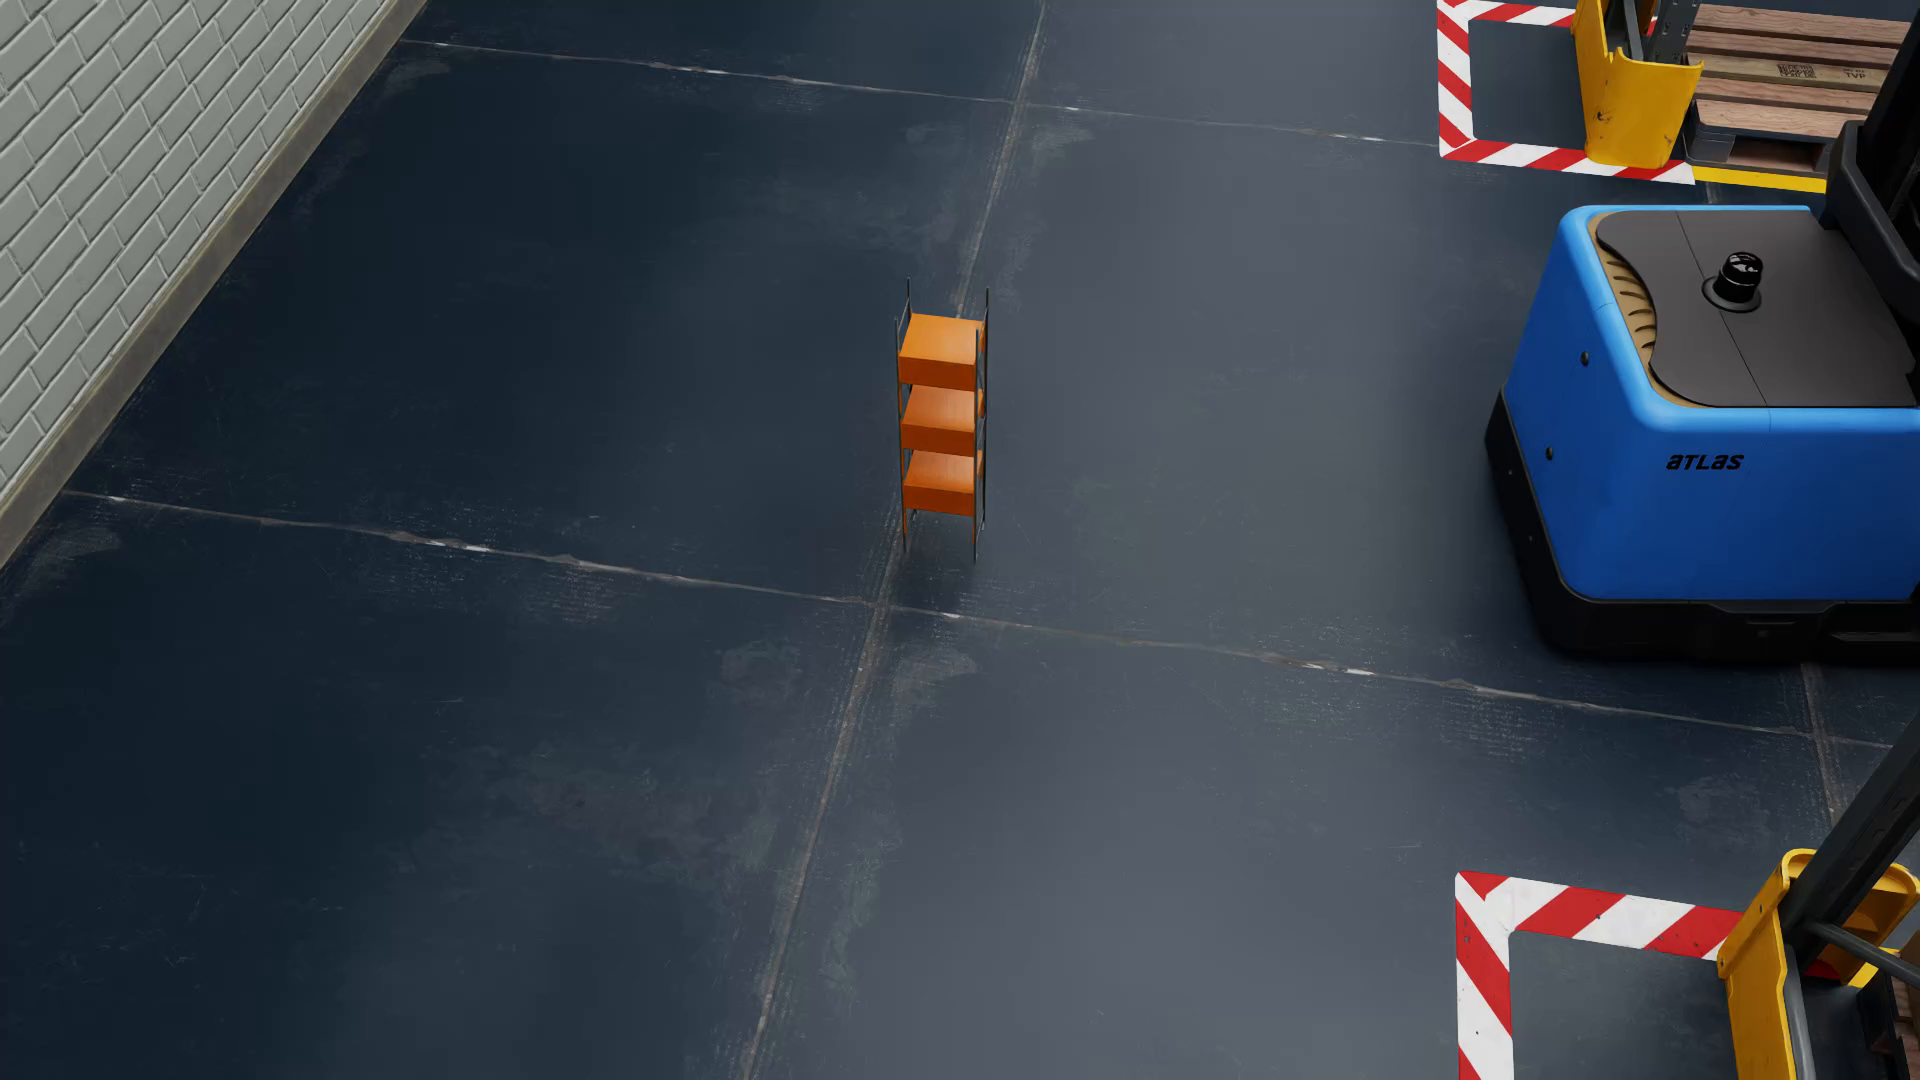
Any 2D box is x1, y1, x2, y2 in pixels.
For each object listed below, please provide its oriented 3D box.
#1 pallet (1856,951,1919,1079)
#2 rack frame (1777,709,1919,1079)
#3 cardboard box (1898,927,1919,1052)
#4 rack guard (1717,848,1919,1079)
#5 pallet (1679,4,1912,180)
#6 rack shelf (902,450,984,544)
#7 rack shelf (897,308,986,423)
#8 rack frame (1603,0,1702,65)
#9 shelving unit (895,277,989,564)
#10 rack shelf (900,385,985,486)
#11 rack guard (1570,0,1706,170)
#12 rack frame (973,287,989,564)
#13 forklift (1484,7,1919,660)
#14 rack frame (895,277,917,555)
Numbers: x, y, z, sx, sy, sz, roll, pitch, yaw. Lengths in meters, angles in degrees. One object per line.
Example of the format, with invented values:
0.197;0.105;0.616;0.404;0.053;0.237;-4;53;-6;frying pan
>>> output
2.996;1.619;4.154;1.213;0.211;1.003;8;49;7;pallet
2.136;0.572;3.219;0.127;3.000;1.000;8;49;7;rack frame
2.715;1.152;4.083;0.500;0.500;0.500;8;49;7;cardboard box
2.211;1.418;4.140;0.348;0.500;1.175;8;49;7;rack guard
3.825;-1.984;7.390;1.213;0.211;1.003;8;49;7;pallet
-0.053;-0.165;5.580;0.240;0.259;0.215;8;49;7;rack shelf
-0.053;-0.541;5.163;0.240;0.259;0.215;8;49;7;rack shelf
3.021;-3.053;6.477;0.127;3.000;1.000;8;49;7;rack frame
-0.053;-0.358;5.366;0.252;1.050;0.215;8;49;7;shelving unit
-0.053;-0.351;5.374;0.240;0.259;0.215;8;49;7;rack shelf
2.995;-2.211;7.401;0.348;0.500;1.175;8;49;7;rack guard
0.067;-0.342;5.351;0.008;1.050;0.200;8;49;7;rack frame
3.397;-0.966;4.648;3.031;2.935;1.130;0;48;0;forklift
-0.173;-0.374;5.380;0.008;1.050;0.200;8;49;7;rack frame
